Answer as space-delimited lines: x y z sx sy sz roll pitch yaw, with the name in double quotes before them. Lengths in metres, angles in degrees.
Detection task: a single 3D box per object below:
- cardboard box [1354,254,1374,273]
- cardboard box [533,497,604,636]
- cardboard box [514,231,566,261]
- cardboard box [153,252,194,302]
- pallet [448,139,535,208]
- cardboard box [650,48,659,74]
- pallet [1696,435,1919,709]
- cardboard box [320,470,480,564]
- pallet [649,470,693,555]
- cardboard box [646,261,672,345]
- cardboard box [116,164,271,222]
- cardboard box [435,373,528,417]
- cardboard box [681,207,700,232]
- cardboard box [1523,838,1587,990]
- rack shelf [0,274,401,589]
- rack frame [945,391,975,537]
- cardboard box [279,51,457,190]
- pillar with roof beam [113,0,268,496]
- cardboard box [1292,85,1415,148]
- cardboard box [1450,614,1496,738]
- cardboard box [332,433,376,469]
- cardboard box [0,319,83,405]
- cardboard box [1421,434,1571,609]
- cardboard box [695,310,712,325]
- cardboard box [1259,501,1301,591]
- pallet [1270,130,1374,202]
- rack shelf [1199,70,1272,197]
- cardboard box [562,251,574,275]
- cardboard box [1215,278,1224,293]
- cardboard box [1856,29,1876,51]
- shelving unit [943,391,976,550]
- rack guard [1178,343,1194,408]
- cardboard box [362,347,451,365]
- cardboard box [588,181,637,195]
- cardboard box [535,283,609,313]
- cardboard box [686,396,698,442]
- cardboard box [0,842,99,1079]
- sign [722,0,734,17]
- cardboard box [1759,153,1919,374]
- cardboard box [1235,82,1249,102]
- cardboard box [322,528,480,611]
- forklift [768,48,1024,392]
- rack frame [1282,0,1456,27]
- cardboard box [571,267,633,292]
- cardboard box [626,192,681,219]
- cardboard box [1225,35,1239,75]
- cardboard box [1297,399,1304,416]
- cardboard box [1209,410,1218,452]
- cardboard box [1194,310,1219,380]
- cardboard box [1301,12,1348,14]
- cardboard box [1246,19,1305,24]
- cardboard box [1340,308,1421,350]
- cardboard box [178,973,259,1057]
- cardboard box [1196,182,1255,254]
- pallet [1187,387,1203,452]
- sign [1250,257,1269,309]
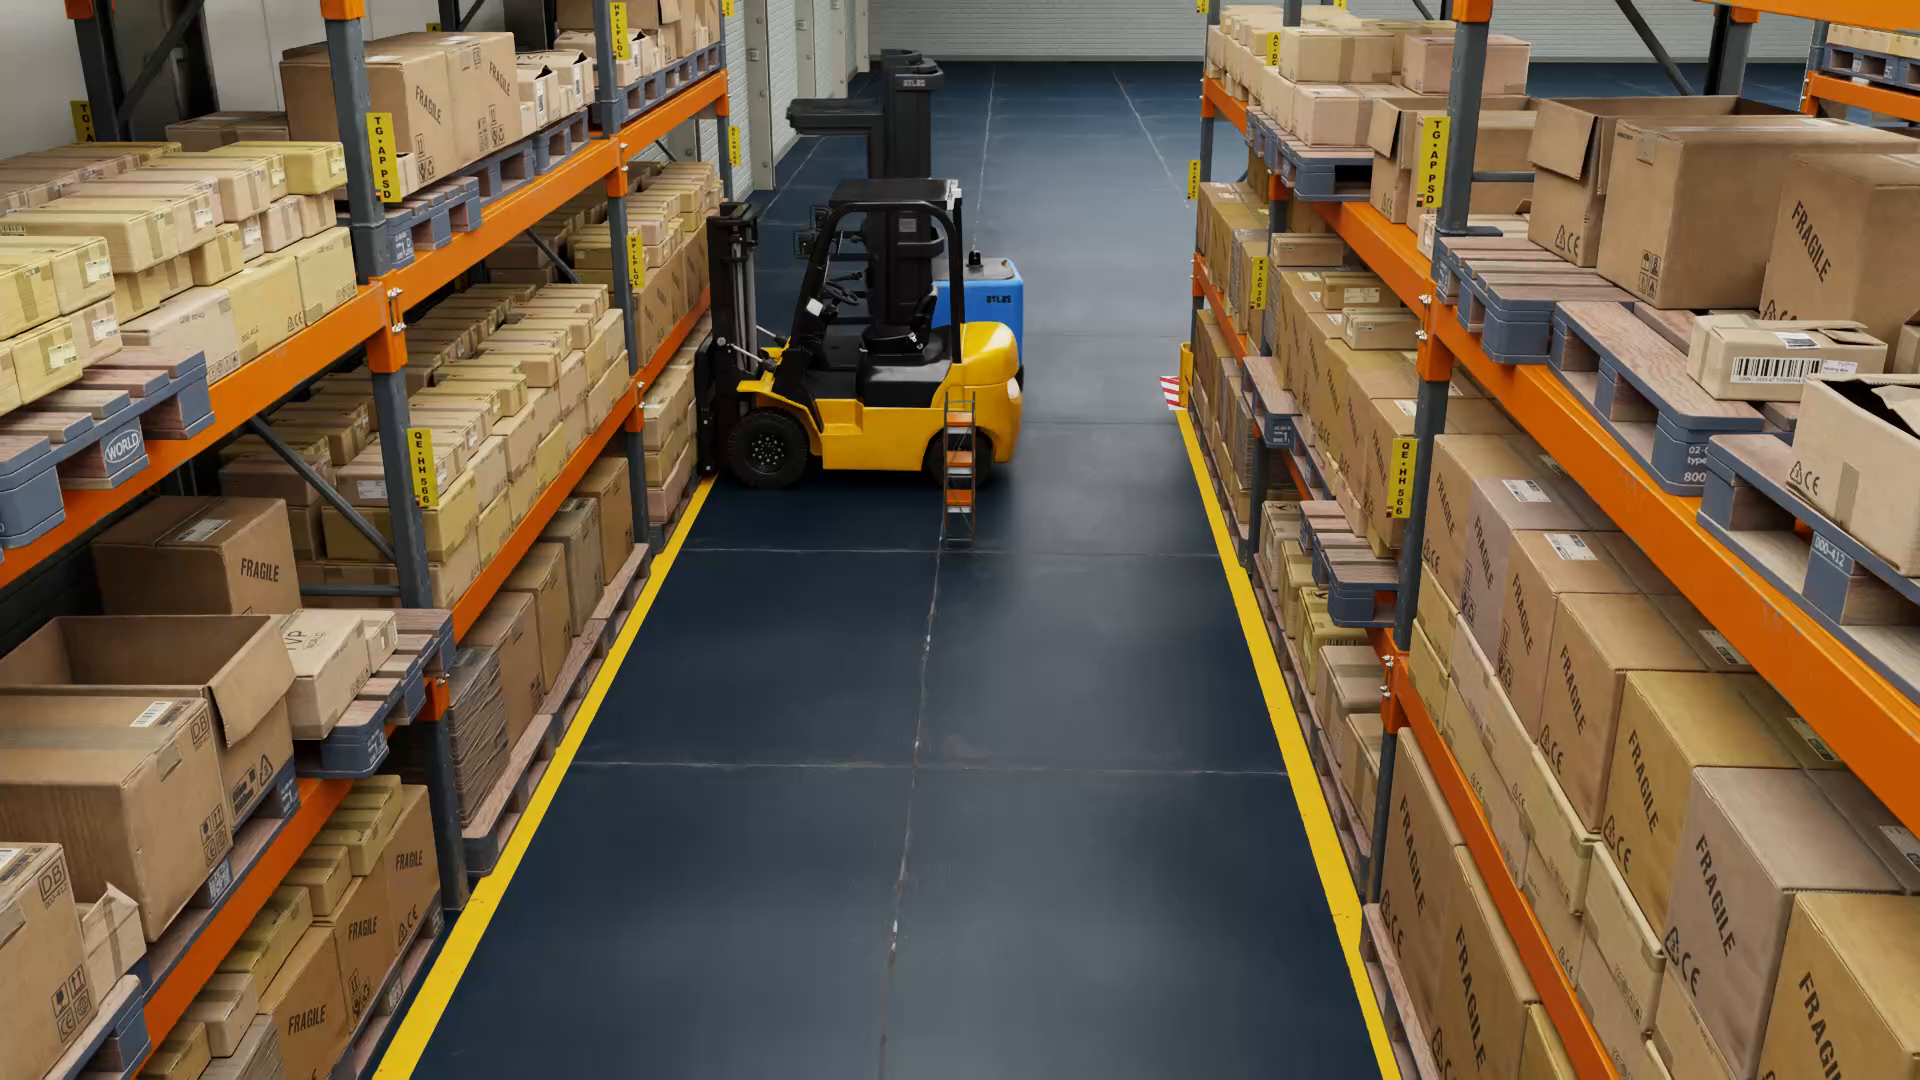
"cardboard box" 2.611 -1.392 9.840 0.500 0.500 0.500 0 21 1
"cardboard box" -2.601 0.147 9.706 0.875 0.625 0.625 0 21 1
"cardboard box" -2.809 -1.930 10.911 0.380 0.149 0.250 0 21 0
"cardboard box" -2.539 -0.803 4.961 0.380 0.149 0.250 1 21 2
"pallet" -2.725 -1.749 8.003 1.003 0.211 1.213 2 21 4
"cardboard box" -2.225 -3.194 11.096 0.380 0.149 0.250 1 21 3
"pallet" 2.131 0.071 3.317 0.805 0.209 1.217 0 21 -1
"cardboard box" -2.404 -0.108 7.177 0.500 0.250 0.500 1 21 2
"pallet" -2.499 -0.221 11.806 1.003 0.211 1.213 1 21 2
"cardboard box" -2.292 -1.626 11.436 0.500 0.500 0.500 1 21 3
"cardboard box" -2.473 -1.122 5.373 0.380 0.149 0.250 0 21 0
"cardboard box" -2.354 -0.715 8.191 0.380 0.149 0.250 1 21 3
"cardboard box" -2.189 -2.436 12.627 0.380 0.149 0.250 1 21 2
"cardboard box" 1.977 1.064 4.848 0.500 0.250 0.500 1 21 2
"rack shelf" -2.748 -0.127 4.558 1.077 0.370 4.000 1 21 2
"rack frame" 0.002 -0.514 11.403 0.200 1.050 0.008 1 21 2
"cardboard box" -2.421 -1.734 6.848 0.500 0.500 0.500 1 21 2
"pillar with roof beam" 0.755 -3.018 6.868 9.100 9.000 0.400 1 21 2
"cardboard box" 1.970 -2.132 8.358 0.500 0.250 0.500 0 21 1
"cardboard box" 1.995 0.470 5.687 0.500 0.250 0.500 1 21 3
"cardboard box" -2.937 -0.301 7.674 0.500 0.250 0.500 1 21 2
"cardboard box" -2.357 -0.430 3.971 0.380 0.149 0.250 1 21 3
"cardboard box" 2.015 -0.071 6.045 0.500 0.500 0.500 0 21 0
"cardboard box" -2.156 -1.705 13.616 0.500 0.250 0.500 1 21 3
"cardboard box" 2.383 0.039 10.335 0.950 0.372 0.625 1 21 2
"pallet" 2.242 -1.894 8.377 1.213 0.211 1.003 1 21 2
"rack shelf" 2.457 -2.967 11.876 1.077 0.370 4.000 1 21 2
"cardboard box" -2.823 -1.888 11.214 0.380 0.149 0.250 1 21 3
"cardboard box" 2.190 -2.017 12.929 0.380 0.149 0.250 1 21 3
"cardboard box" 7.123 -3.829 12.733 0.380 0.149 0.250 1 21 2
"shelving unit" -0.002 -0.470 11.289 0.215 1.050 0.252 1 21 2
"rack guard" 2.515 -1.434 14.533 1.175 0.500 0.348 1 21 2
"cardboard box" -2.883 -0.907 8.686 0.380 0.149 0.250 1 21 2
"cardboard box" -2.708 -2.674 12.827 0.380 0.149 0.250 1 21 3
"cardboard box" -2.354 -1.457 10.102 0.380 0.149 0.250 1 21 3
"cardboard box" -2.202 -0.916 12.272 0.500 0.250 0.500 0 21 1
"cardboard box" -2.555 1.057 3.940 0.700 0.500 0.500 1 21 2
"sign" -1.902 -4.443 13.572 0.100 0.325 0.005 1 21 2
"cardboard box" 2.511 -0.735 4.410 0.500 0.500 0.500 1 21 2
"cardboard box" 2.180 -3.229 11.904 0.380 0.149 0.250 0 21 0
"cardboard box" -2.429 0.125 7.268 0.500 0.250 0.500 1 21 2
"forklift" -0.984 -2.736 14.528 3.031 2.935 1.130 -2 21 -4
"rack frame" 2.396 -3.977 9.339 1.000 3.000 0.127 1 21 2
"cardboard box" -2.293 -1.695 10.716 0.380 0.149 0.250 0 21 1
"cardboard box" -2.285 -2.481 12.331 0.380 0.149 0.250 1 21 2
"cardboard box" 2.220 -3.546 12.170 0.500 0.250 0.500 1 21 3
"cardboard box" 2.065 -0.777 9.151 0.380 0.149 0.250 1 21 2
"cardboard box" 2.190 -0.870 12.845 0.500 0.250 0.500 2 21 5
"cardboard box" 2.217 -1.593 13.672 0.500 0.500 0.500 0 21 0
"cardboard box" 2.708 -3.878 12.475 0.380 0.149 0.250 1 21 2
"cardboard box" 2.225 -3.604 11.768 0.380 0.149 0.250 1 21 3
"cardboard box" 2.042 -1.012 7.964 0.380 0.149 0.250 0 21 -1
"cardboard box" -2.517 1.540 5.391 0.380 0.149 0.250 0 21 -1
"cardboard box" 2.226 -2.644 13.647 0.500 0.500 0.500 0 21 1
"pallet" 2.455 -1.006 13.829 1.003 0.211 1.213 1 21 2
"sign" 1.854 -1.587 10.276 0.100 0.325 0.005 1 21 2
